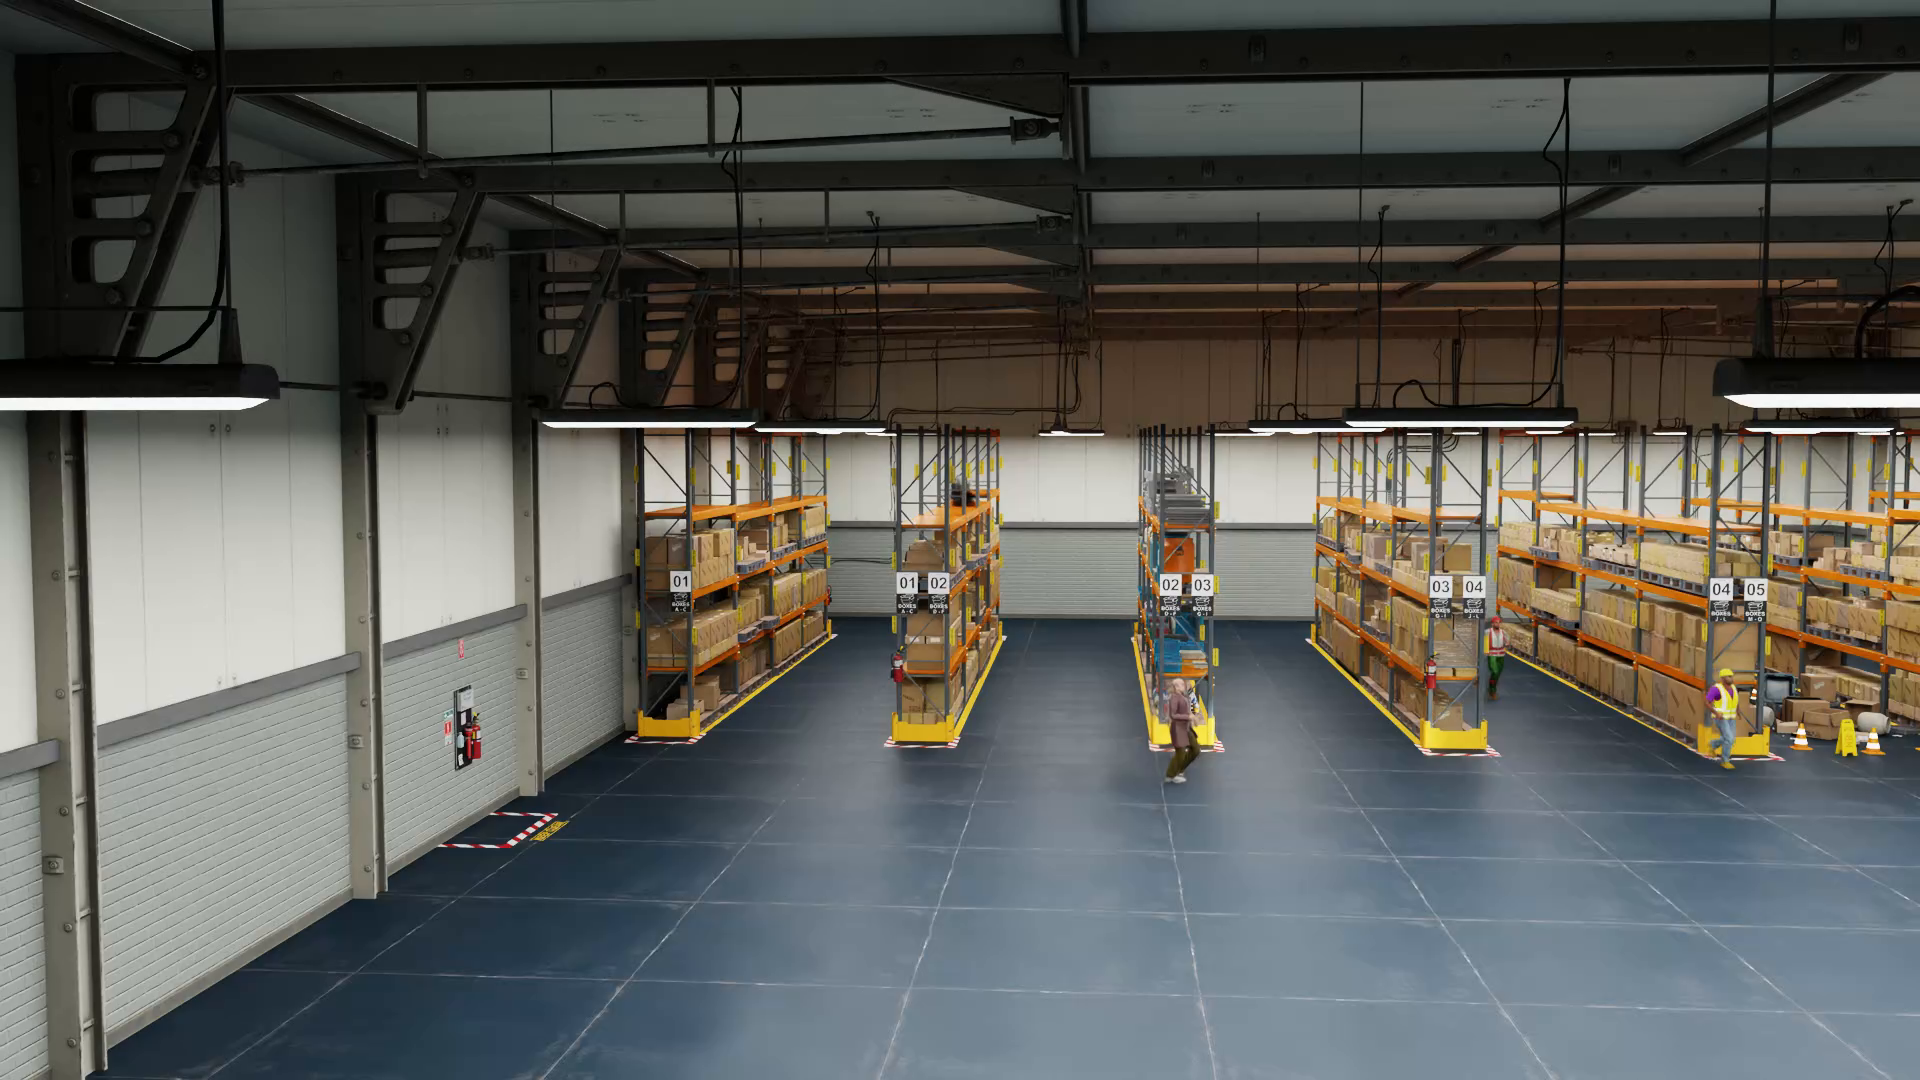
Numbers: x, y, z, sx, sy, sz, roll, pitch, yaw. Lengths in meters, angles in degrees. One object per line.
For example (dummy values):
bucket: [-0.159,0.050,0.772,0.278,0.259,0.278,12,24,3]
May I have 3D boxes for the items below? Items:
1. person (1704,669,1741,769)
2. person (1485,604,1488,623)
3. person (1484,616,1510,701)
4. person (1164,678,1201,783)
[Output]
person: [13.308,3.094,29.076,0.705,1.725,0.691,-2,4,-24]
person: [13.558,2.259,43.777,0.631,1.643,0.735,0,3,3]
person: [11.792,2.598,36.642,0.643,1.846,0.774,0,4,-8]
person: [3.714,3.169,27.530,0.675,1.765,0.694,2,4,30]
